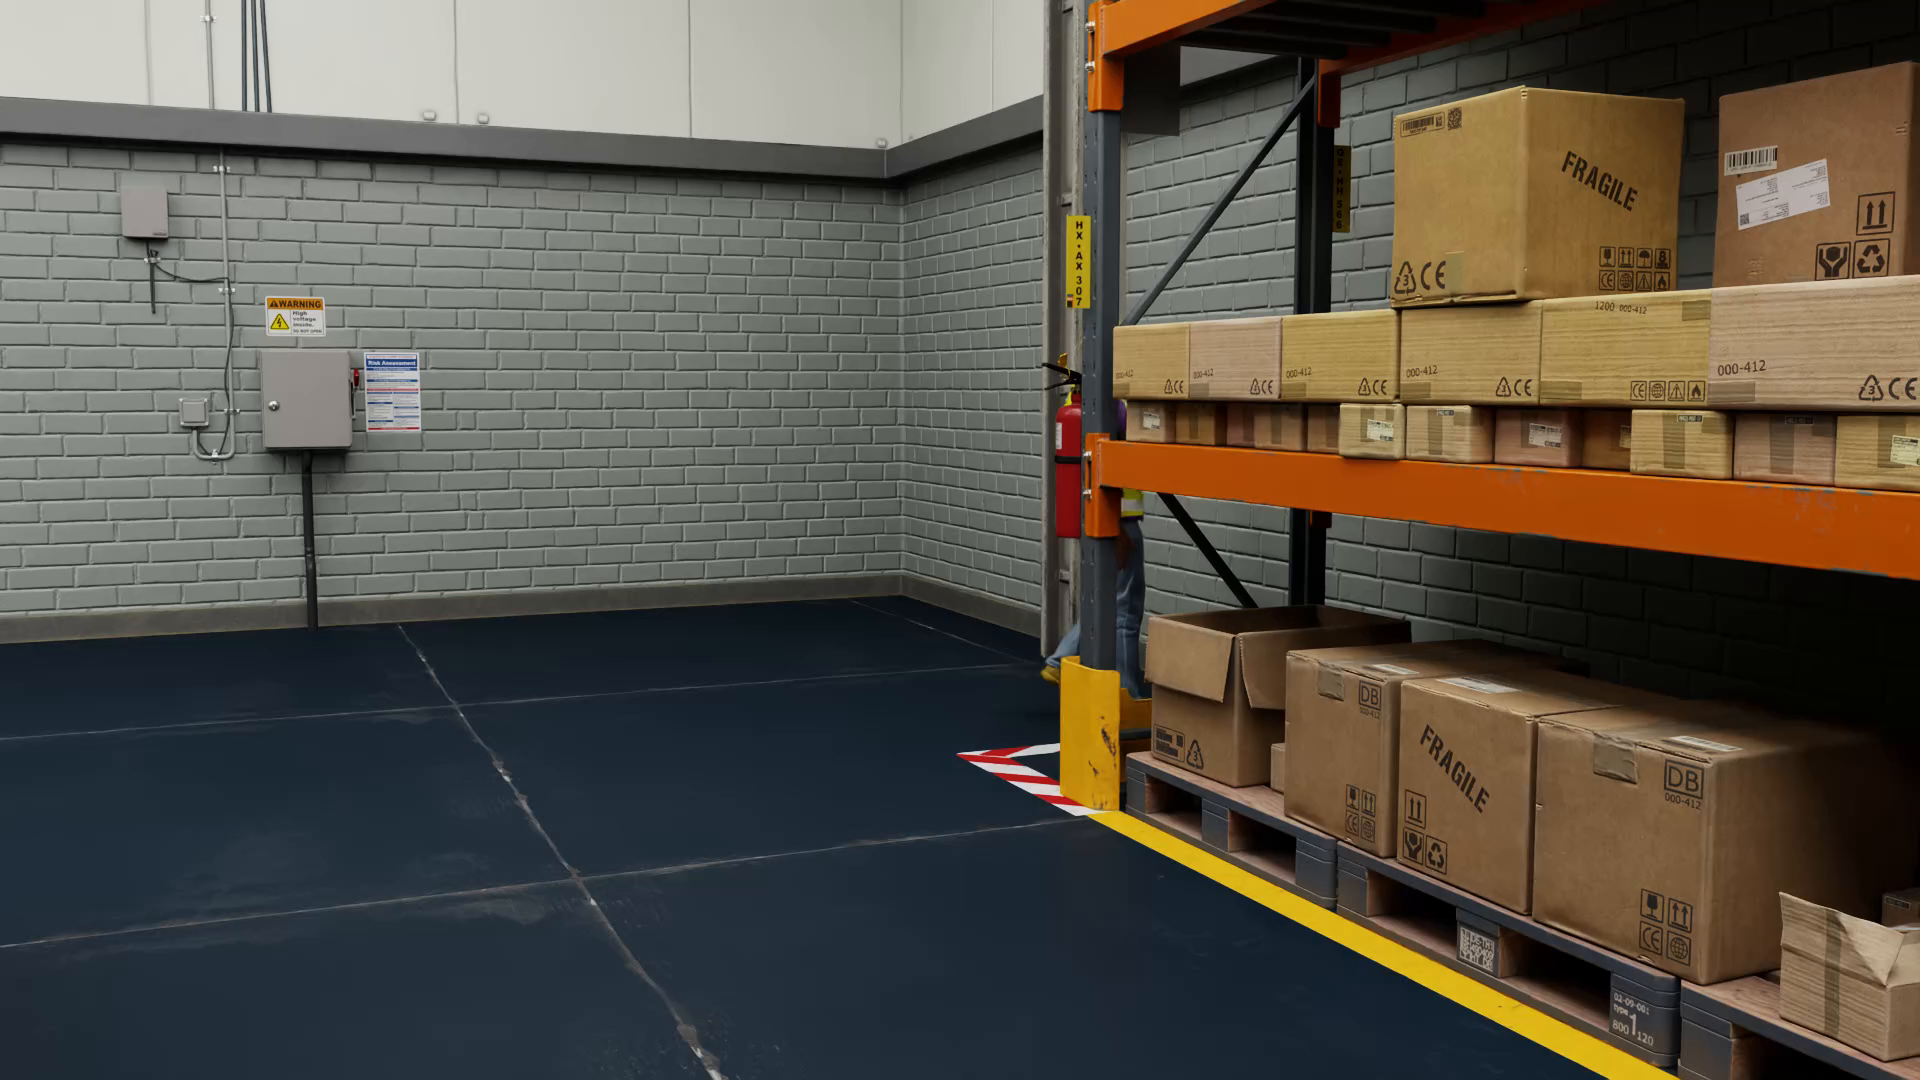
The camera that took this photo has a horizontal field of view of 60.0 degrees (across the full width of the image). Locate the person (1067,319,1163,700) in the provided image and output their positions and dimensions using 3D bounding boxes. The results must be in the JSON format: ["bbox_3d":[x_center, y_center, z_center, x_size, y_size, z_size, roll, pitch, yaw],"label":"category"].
[{"bbox_3d":[0.708,-0.074,7.305,0.440,1.779,0.695,-1,5,-10],"label":"person"}]
